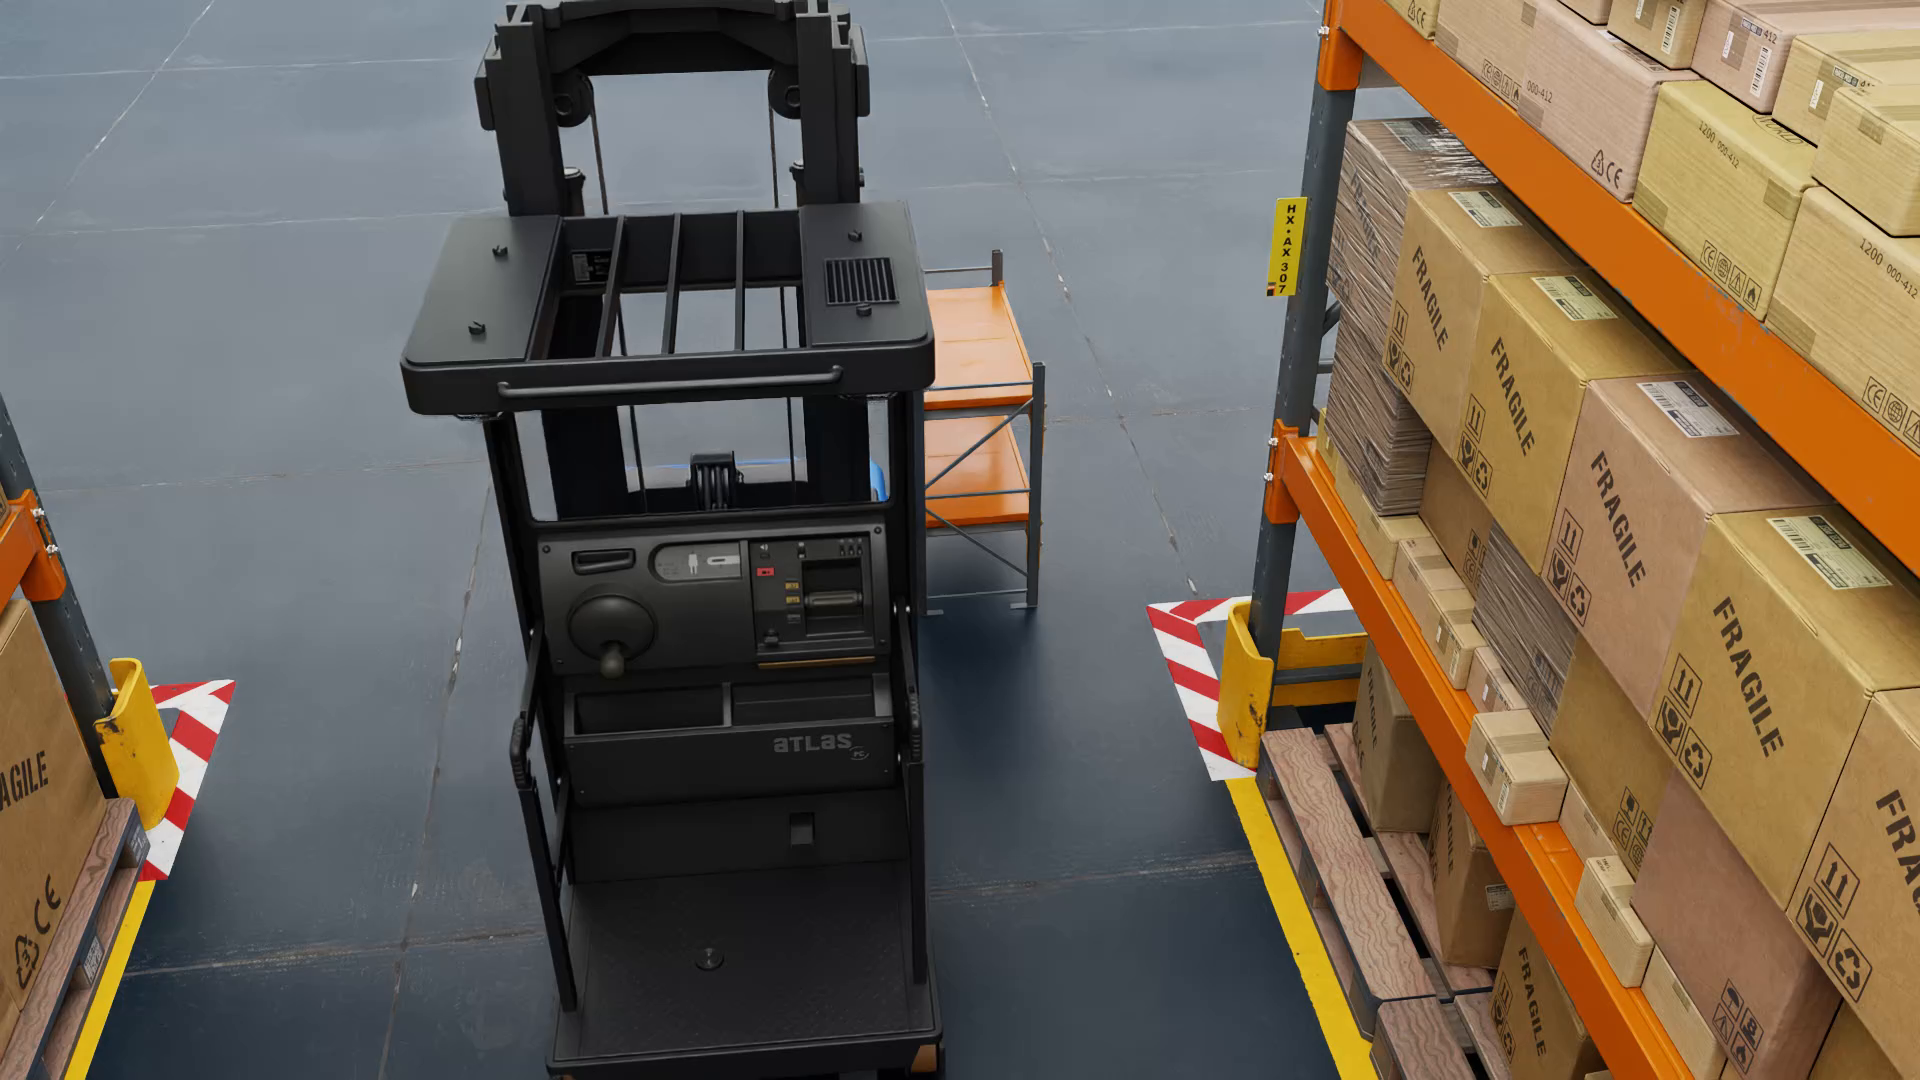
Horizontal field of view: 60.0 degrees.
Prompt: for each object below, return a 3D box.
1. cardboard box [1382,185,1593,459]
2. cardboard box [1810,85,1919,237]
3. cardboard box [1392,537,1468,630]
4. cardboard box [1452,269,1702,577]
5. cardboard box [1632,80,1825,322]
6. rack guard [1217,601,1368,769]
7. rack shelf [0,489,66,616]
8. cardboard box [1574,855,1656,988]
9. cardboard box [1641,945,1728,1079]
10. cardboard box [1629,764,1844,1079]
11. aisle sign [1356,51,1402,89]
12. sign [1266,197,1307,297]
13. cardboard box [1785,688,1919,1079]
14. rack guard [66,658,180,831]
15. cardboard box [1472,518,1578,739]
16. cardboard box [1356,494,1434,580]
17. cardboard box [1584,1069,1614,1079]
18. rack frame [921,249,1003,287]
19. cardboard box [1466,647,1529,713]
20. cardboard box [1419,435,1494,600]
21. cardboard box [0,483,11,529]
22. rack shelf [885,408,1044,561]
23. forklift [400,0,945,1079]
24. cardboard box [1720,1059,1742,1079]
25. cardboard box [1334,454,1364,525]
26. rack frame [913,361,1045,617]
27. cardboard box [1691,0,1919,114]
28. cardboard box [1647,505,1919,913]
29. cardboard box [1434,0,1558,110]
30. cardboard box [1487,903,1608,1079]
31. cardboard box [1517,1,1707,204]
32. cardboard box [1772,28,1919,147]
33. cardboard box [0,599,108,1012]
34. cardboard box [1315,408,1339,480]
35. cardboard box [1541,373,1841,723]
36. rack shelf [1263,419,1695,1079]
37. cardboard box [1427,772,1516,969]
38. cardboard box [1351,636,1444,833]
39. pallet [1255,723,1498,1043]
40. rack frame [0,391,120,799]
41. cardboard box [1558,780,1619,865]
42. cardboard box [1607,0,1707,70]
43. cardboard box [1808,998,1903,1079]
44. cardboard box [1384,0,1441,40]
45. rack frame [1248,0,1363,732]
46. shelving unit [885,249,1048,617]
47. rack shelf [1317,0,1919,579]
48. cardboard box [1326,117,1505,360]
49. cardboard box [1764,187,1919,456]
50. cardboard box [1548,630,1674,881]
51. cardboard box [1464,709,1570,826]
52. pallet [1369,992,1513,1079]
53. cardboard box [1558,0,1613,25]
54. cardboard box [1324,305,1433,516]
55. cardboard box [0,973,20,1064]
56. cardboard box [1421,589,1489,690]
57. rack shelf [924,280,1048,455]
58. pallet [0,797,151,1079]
[{"bbox_3d":[1.415,-0.558,4.165,0.500,0.500,0.500,-4,35,-6],"label":"cardboard box"},{"bbox_3d":[1.576,-0.593,2.572,0.380,0.149,0.250,-3,34,-4],"label":"cardboard box"},{"bbox_3d":[1.440,0.112,4.645,0.380,0.149,0.250,-4,35,-6],"label":"cardboard box"},{"bbox_3d":[1.483,-0.280,3.756,0.500,0.500,0.500,-4,35,-6],"label":"cardboard box"},{"bbox_3d":[1.572,-0.623,2.970,0.500,0.250,0.500,-3,34,-5],"label":"cardboard box"},{"bbox_3d":[1.561,0.487,6.091,1.175,0.500,0.348,-4,35,-6],"label":"rack guard"},{"bbox_3d":[-3.109,1.144,3.546,1.077,0.370,4.000,-4,35,-6],"label":"rack shelf"},{"bbox_3d":[1.581,0.812,3.618,0.380,0.149,0.250,-4,35,-6],"label":"cardboard box"},{"bbox_3d":[1.649,0.949,3.417,0.380,0.149,0.250,-4,35,-6],"label":"cardboard box"},{"bbox_3d":[1.890,0.671,3.249,0.875,0.500,0.500,-4,35,-6],"label":"cardboard box"},{"bbox_3d":[1.245,-1.674,4.735,0.394,0.787,0.004,-4,35,-6],"label":"aisle sign"},{"bbox_3d":[1.013,-0.905,5.145,0.100,0.325,0.005,-4,35,-6],"label":"sign"},{"bbox_3d":[1.687,0.557,2.528,0.500,0.500,0.500,-4,35,-6],"label":"cardboard box"},{"bbox_3d":[-3.381,0.751,5.705,1.175,0.500,0.348,-4,35,-6],"label":"rack guard"},{"bbox_3d":[1.808,0.109,4.074,0.875,0.500,0.500,-4,35,-6],"label":"cardboard box"},{"bbox_3d":[1.386,-0.026,4.847,0.380,0.149,0.250,-4,35,-6],"label":"cardboard box"},{"bbox_3d":[1.828,1.618,4.059,0.500,0.500,0.500,-7,35,-11],"label":"cardboard box"},{"bbox_3d":[-0.067,-0.745,7.344,0.500,1.125,0.032,-4,35,-6],"label":"rack frame"},{"bbox_3d":[1.527,0.390,4.237,0.380,0.149,0.250,-4,35,-6],"label":"cardboard box"},{"bbox_3d":[1.783,-0.173,4.488,0.875,0.500,0.500,-4,35,-6],"label":"cardboard box"},{"bbox_3d":[-3.283,-0.127,4.640,0.875,0.550,0.550,-4,35,-6],"label":"cardboard box"},{"bbox_3d":[0.001,-0.259,7.065,0.538,0.278,1.000,-4,35,-6],"label":"rack shelf"},{"bbox_3d":[-0.635,0.219,4.326,1.130,2.935,3.031,-3,34,-5],"label":"forklift"},{"bbox_3d":[1.723,1.085,3.217,0.380,0.149,0.250,-4,35,-6],"label":"cardboard box"},{"bbox_3d":[1.367,-0.166,5.053,0.380,0.149,0.250,-4,35,-6],"label":"cardboard box"},{"bbox_3d":[0.069,-0.177,6.511,0.500,1.125,0.032,-4,35,-6],"label":"rack frame"},{"bbox_3d":[1.579,-0.895,3.016,0.380,0.149,0.250,-5,35,-7],"label":"cardboard box"},{"bbox_3d":[1.620,0.278,2.937,0.500,0.500,0.500,-4,35,-6],"label":"cardboard box"},{"bbox_3d":[1.435,-1.190,3.802,0.500,0.250,0.500,-5,35,-7],"label":"cardboard box"},{"bbox_3d":[1.798,1.303,4.521,0.500,0.500,0.500,-1,34,-2],"label":"cardboard box"},{"bbox_3d":[1.497,-0.913,3.396,0.500,0.250,0.500,-4,35,-7],"label":"cardboard box"},{"bbox_3d":[1.627,-0.750,2.802,0.380,0.149,0.250,-6,35,-8],"label":"cardboard box"},{"bbox_3d":[-3.221,0.809,4.913,0.875,0.875,0.875,-4,34,-6],"label":"cardboard box"},{"bbox_3d":[1.353,-0.307,5.260,0.380,0.149,0.250,-4,35,-6],"label":"cardboard box"},{"bbox_3d":[1.557,-0.001,3.347,0.500,0.500,0.500,-4,35,-6],"label":"cardboard box"},{"bbox_3d":[1.820,0.825,4.014,1.077,0.370,4.000,-4,35,-6],"label":"rack shelf"},{"bbox_3d":[1.732,0.952,5.036,0.500,0.500,0.500,4,35,6],"label":"cardboard box"},{"bbox_3d":[1.618,0.621,5.522,0.500,0.500,0.500,2,34,2],"label":"cardboard box"},{"bbox_3d":[1.635,1.063,5.503,1.003,0.211,1.213,-4,35,-6],"label":"pallet"},{"bbox_3d":[-3.378,-0.269,4.981,1.000,3.000,0.127,-4,35,-6],"label":"rack frame"},{"bbox_3d":[1.623,0.667,3.831,0.380,0.149,0.250,-4,35,-6],"label":"cardboard box"},{"bbox_3d":[1.500,-1.031,3.215,0.380,0.149,0.250,-6,35,-9],"label":"cardboard box"},{"bbox_3d":[2.057,0.942,2.851,0.875,0.500,0.500,-4,35,-6],"label":"cardboard box"},{"bbox_3d":[1.359,-1.477,4.224,0.500,0.250,0.500,-3,34,-5],"label":"cardboard box"},{"bbox_3d":[1.551,-0.588,5.449,1.000,3.000,0.127,-4,35,-6],"label":"rack frame"},{"bbox_3d":[0.001,-0.461,6.928,0.538,1.125,1.048,-4,35,-6],"label":"shelving unit"},{"bbox_3d":[1.820,-0.414,3.170,1.077,0.370,4.000,-4,35,-6],"label":"rack shelf"},{"bbox_3d":[1.354,-0.838,4.575,0.500,0.500,0.500,-4,35,-6],"label":"cardboard box"},{"bbox_3d":[1.635,-0.344,2.561,0.500,0.250,0.500,-5,35,-7],"label":"cardboard box"},{"bbox_3d":[1.864,0.389,3.663,0.875,0.500,0.500,-4,35,-6],"label":"cardboard box"},{"bbox_3d":[1.458,0.537,4.021,0.380,0.149,0.250,-4,35,-6],"label":"cardboard box"},{"bbox_3d":[1.796,1.742,4.507,1.003,0.211,1.213,-4,35,-6],"label":"pallet"},{"bbox_3d":[1.448,-1.182,3.437,0.380,0.149,0.250,-4,35,-7],"label":"cardboard box"},{"bbox_3d":[1.597,-0.443,4.884,0.875,0.500,0.500,-4,35,-6],"label":"cardboard box"},{"bbox_3d":[-3.101,1.300,4.193,0.875,0.875,0.875,-5,35,-7],"label":"cardboard box"},{"bbox_3d":[1.467,0.252,4.439,0.380,0.149,0.250,-4,35,-6],"label":"cardboard box"},{"bbox_3d":[0.001,-0.703,6.763,0.538,0.278,1.000,-4,35,-6],"label":"rack shelf"},{"bbox_3d":[-3.193,1.324,5.120,1.003,0.211,1.213,-4,35,-6],"label":"pallet"}]
